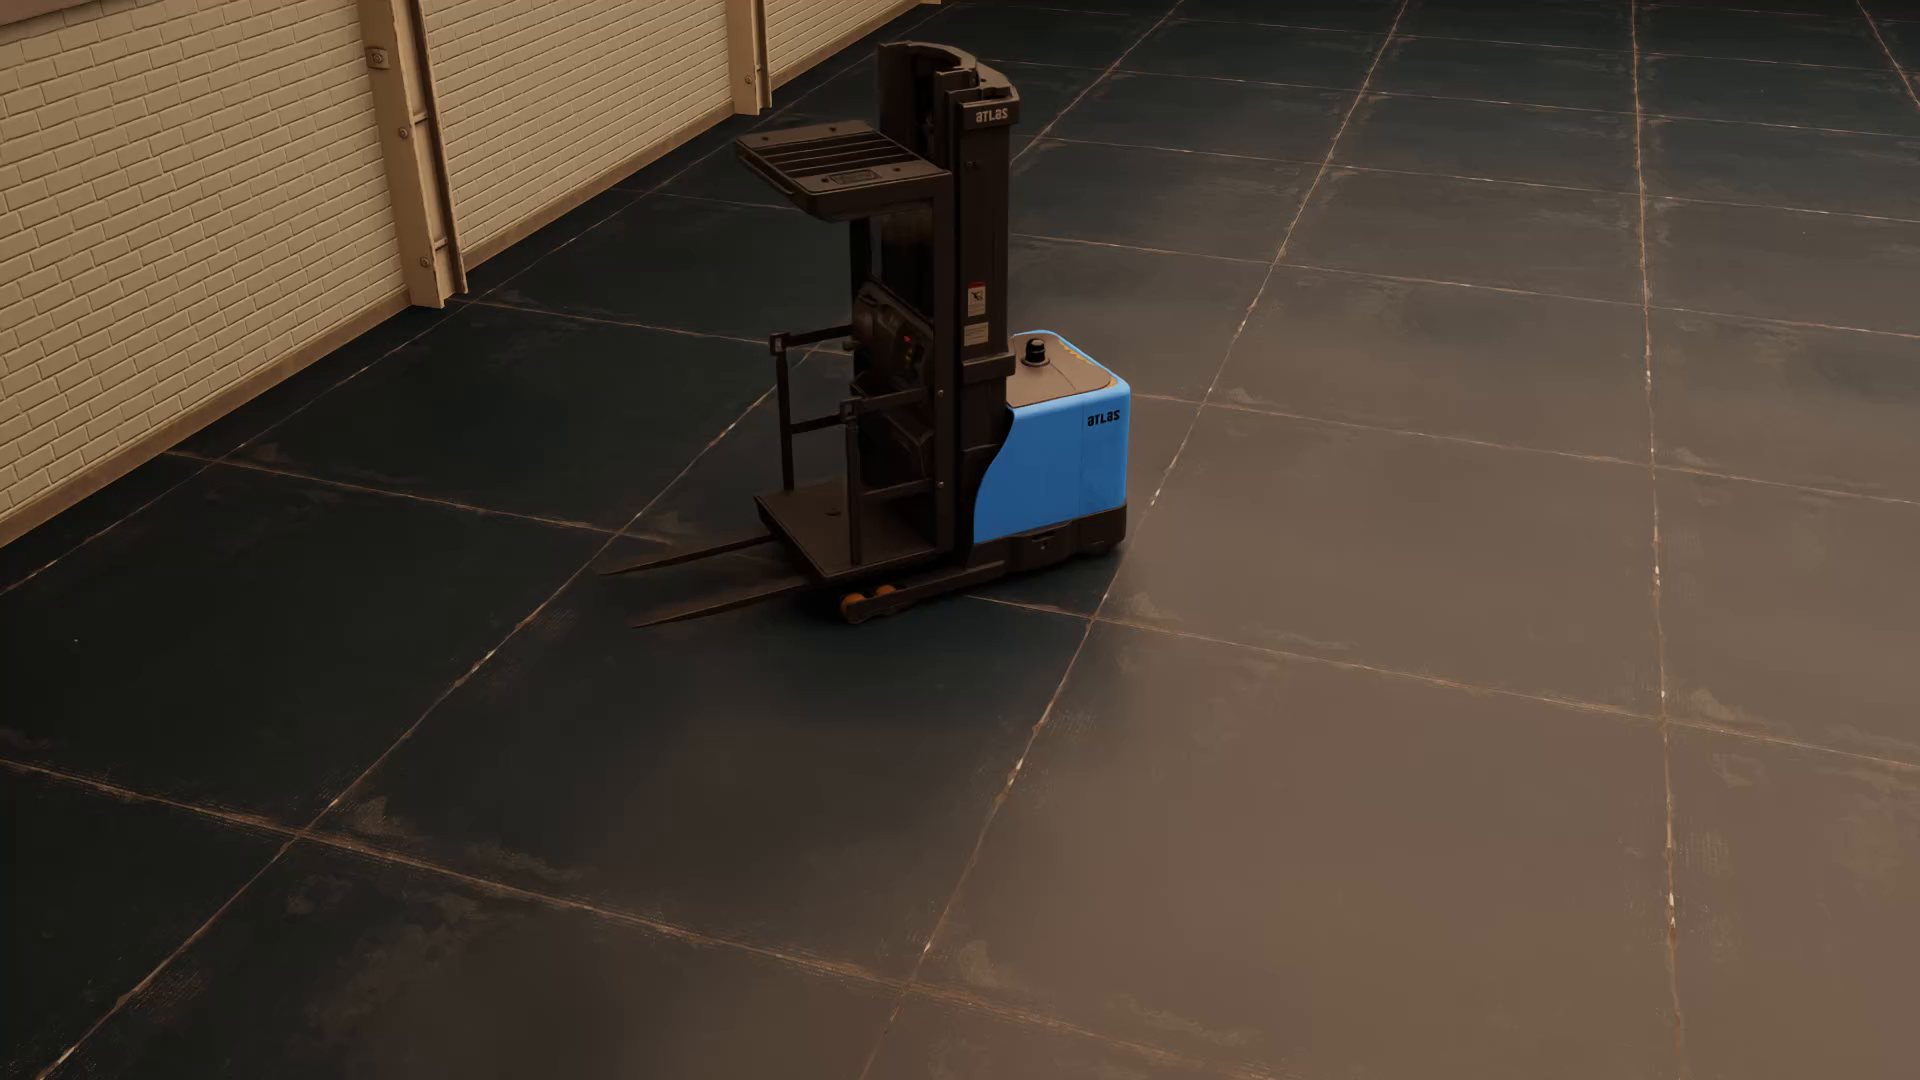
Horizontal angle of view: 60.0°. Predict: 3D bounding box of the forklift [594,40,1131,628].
[{"bbox_3d":[-0.558,-1.105,9.075,3.031,2.935,1.130,-14,33,-23],"label":"forklift"}]
